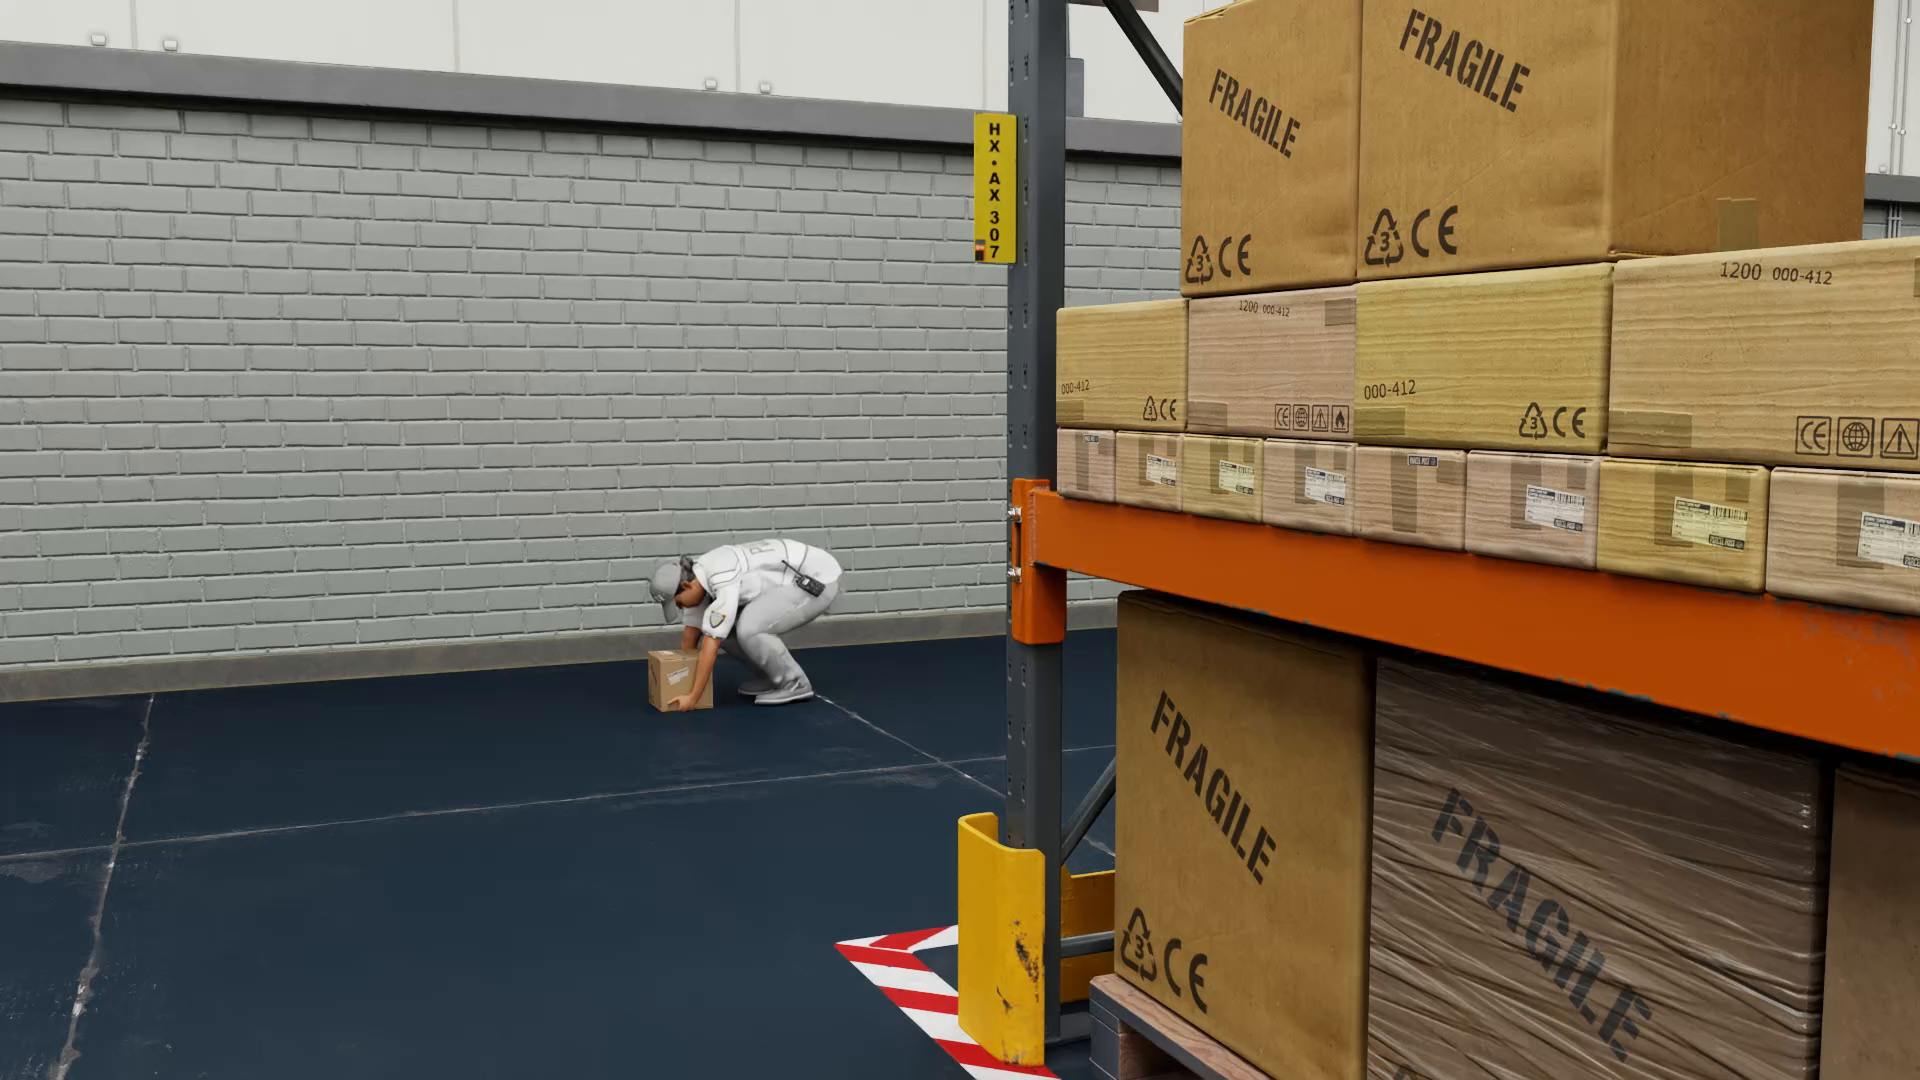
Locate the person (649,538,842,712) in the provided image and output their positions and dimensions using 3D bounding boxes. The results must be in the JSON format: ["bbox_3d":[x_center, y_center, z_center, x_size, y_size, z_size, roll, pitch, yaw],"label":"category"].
[{"bbox_3d":[-1.048,0.400,8.035,0.921,0.797,0.514,-3,6,-25],"label":"person"}]
